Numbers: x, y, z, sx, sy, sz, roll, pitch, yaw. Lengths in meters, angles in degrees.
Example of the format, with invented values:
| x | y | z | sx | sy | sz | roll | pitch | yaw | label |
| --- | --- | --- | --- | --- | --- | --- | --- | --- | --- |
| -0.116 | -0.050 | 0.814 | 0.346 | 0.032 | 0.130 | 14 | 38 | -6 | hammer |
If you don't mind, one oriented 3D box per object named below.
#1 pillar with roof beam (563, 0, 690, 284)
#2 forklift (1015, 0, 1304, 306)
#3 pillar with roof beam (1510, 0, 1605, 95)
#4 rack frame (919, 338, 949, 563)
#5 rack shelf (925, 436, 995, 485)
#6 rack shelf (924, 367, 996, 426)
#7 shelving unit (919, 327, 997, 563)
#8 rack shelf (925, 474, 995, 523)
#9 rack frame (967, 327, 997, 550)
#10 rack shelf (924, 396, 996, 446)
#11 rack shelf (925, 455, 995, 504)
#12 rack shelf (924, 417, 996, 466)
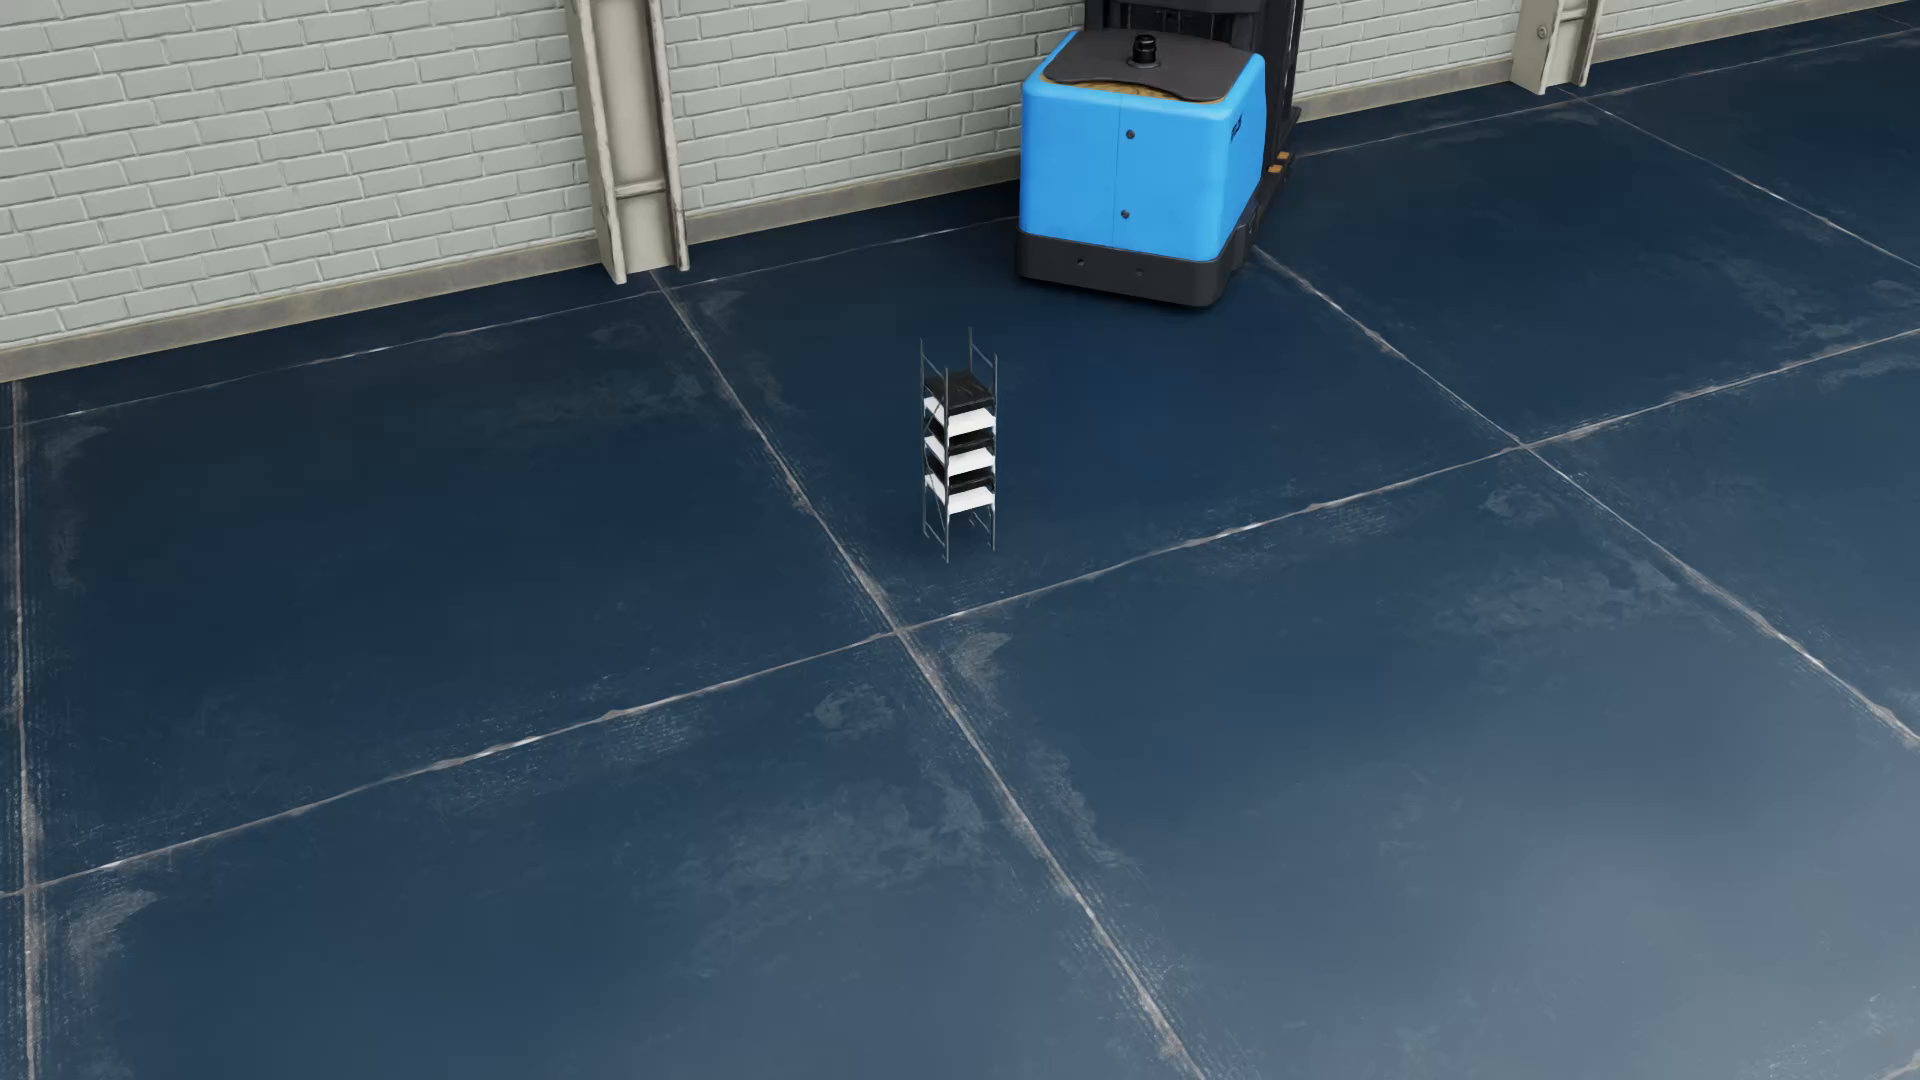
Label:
| x | y | z | sx | sy | sz | roll | pitch | yaw | label |
| --- | --- | --- | --- | --- | --- | --- | --- | --- | --- |
| 0.184 | -2.733 | 2.881 | 0.400 | 9.000 | 9.100 | -16 | 39 | -20 | pillar with roof beam |
| 1.273 | -3.203 | 8.608 | 1.130 | 2.935 | 3.031 | 13 | 38 | 16 | forklift |
| 5.615 | -4.251 | 4.928 | 0.400 | 9.000 | 9.100 | -16 | 39 | -20 | pillar with roof beam |
| -0.099 | -0.334 | 6.444 | 0.006 | 0.900 | 0.240 | -16 | 39 | -20 | rack frame |
| -0.007 | -0.333 | 6.499 | 0.200 | 0.077 | 0.258 | -16 | 39 | -20 | rack shelf |
| -0.007 | -0.549 | 6.338 | 0.200 | 0.077 | 0.258 | -16 | 39 | -20 | rack shelf |
| -0.007 | -0.359 | 6.479 | 0.210 | 0.900 | 0.258 | -16 | 39 | -20 | shelving unit |
| -0.007 | -0.188 | 6.606 | 0.200 | 0.077 | 0.258 | -16 | 39 | -20 | rack shelf |
| 0.085 | -0.385 | 6.514 | 0.006 | 0.900 | 0.240 | -16 | 39 | -20 | rack frame |
| -0.007 | -0.477 | 6.392 | 0.200 | 0.077 | 0.258 | -16 | 39 | -20 | rack shelf |
| -0.007 | -0.260 | 6.553 | 0.200 | 0.077 | 0.258 | -16 | 39 | -20 | rack shelf |
| -0.007 | -0.405 | 6.445 | 0.200 | 0.077 | 0.258 | -16 | 39 | -20 | rack shelf |
